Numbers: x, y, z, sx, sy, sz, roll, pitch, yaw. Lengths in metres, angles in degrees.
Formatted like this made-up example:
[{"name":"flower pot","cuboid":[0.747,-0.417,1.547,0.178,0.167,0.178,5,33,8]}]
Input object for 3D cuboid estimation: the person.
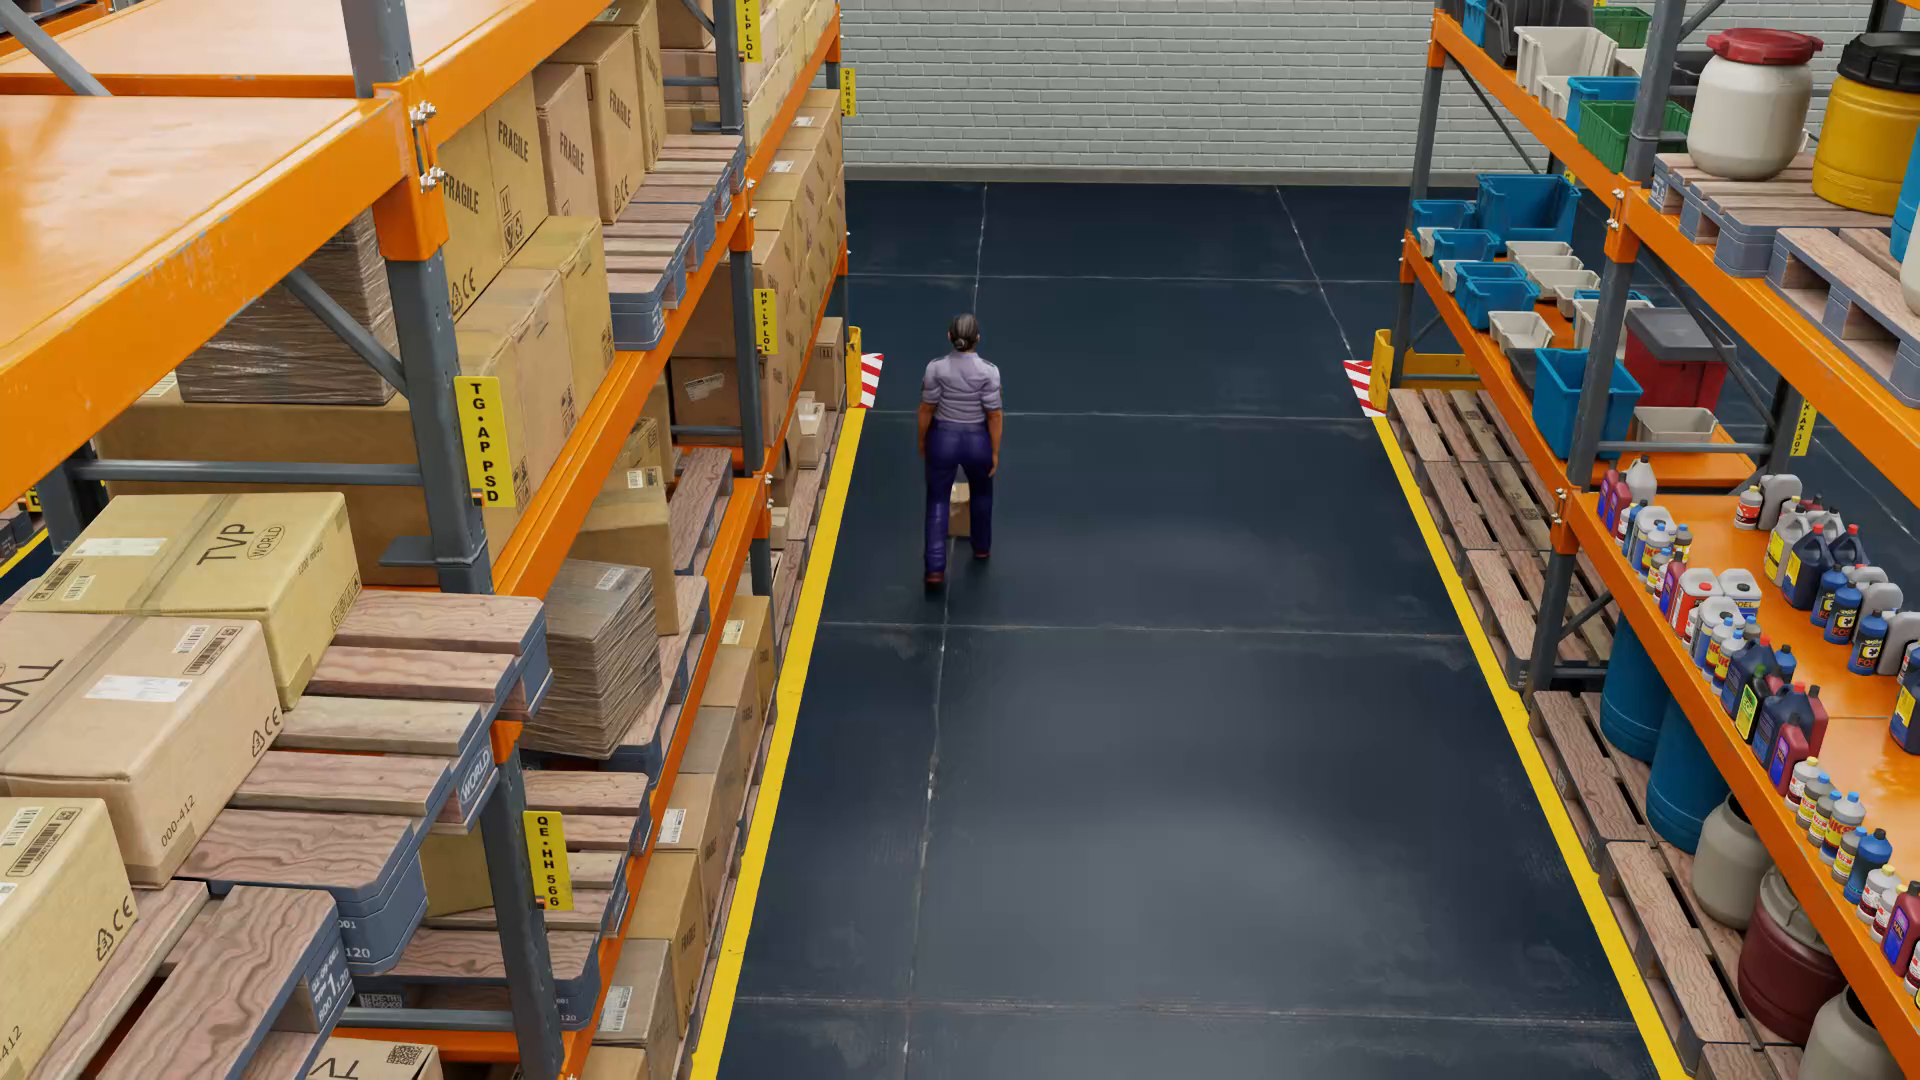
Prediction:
[{"name":"person","cuboid":[-0.002,-0.561,9.666,0.493,1.628,0.764,0,28,1]}]
